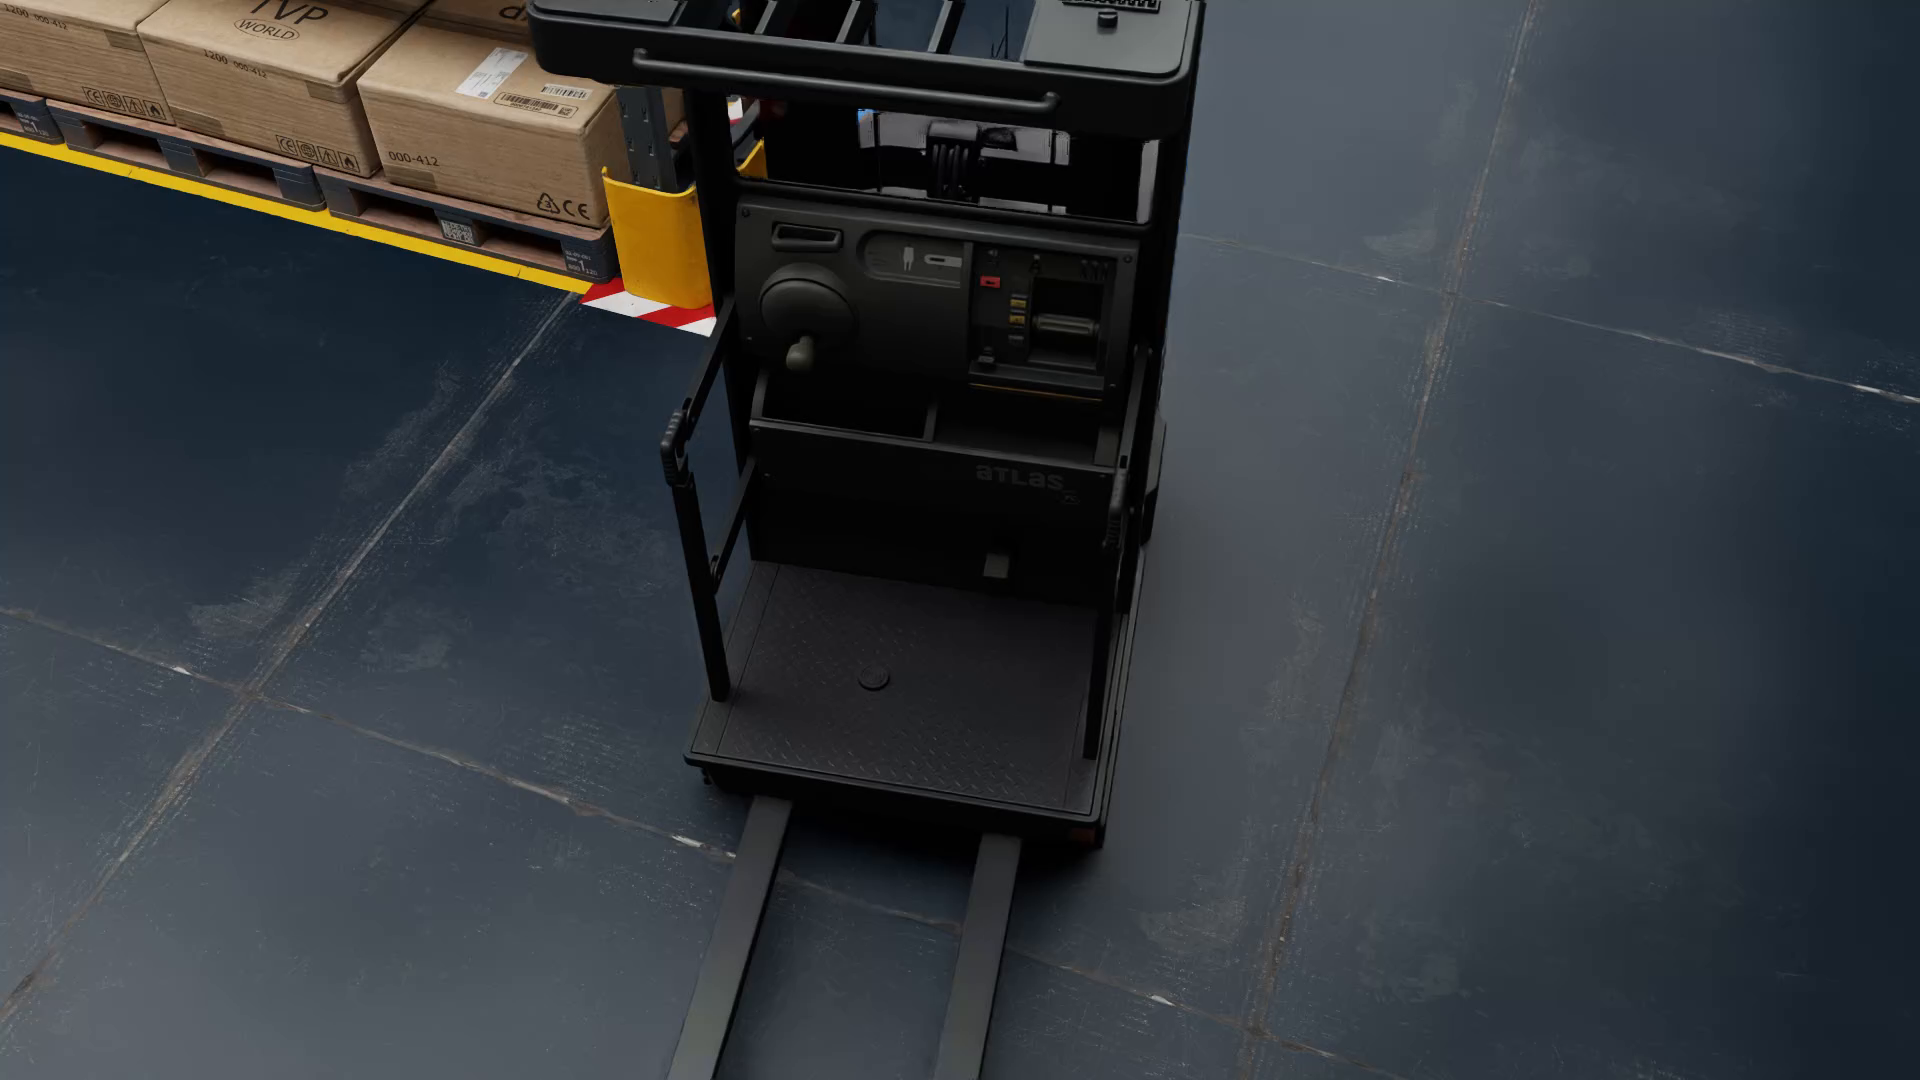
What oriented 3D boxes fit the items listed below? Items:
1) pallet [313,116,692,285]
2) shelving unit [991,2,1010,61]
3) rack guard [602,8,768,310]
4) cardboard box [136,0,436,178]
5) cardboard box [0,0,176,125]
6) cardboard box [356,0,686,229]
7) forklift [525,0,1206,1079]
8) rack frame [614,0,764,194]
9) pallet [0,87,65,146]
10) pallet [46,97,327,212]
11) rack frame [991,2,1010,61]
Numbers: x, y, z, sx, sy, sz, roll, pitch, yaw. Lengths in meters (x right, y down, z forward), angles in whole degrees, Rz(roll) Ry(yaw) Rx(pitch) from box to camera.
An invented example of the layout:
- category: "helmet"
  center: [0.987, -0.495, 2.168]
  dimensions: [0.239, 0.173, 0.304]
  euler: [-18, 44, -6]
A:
- category: "pallet"
  center: [-1.678, -1.501, 6.411]
  dimensions: [1.213, 0.211, 1.003]
  euler: [16, 51, 13]
- category: "shelving unit"
  center: [0.207, -1.136, 5.433]
  dimensions: [0.189, 1.200, 0.258]
  euler: [10, 47, 8]
- category: "rack guard"
  center: [-0.879, -1.435, 6.163]
  dimensions: [0.348, 0.500, 1.175]
  euler: [16, 51, 13]
- category: "cardboard box"
  center: [-2.416, -1.894, 6.325]
  dimensions: [0.875, 0.438, 0.875]
  euler: [17, 51, 14]
- category: "cardboard box"
  center: [-3.261, -2.132, 6.530]
  dimensions: [0.875, 0.438, 0.875]
  euler: [14, 51, 12]
- category: "cardboard box"
  center: [-1.555, -1.661, 6.122]
  dimensions: [0.875, 0.438, 0.875]
  euler: [14, 51, 12]
- category: "forklift"
  center: [-0.100, -0.445, 3.696]
  dimensions: [1.130, 2.935, 3.031]
  euler: [8, 50, 7]
- category: "rack frame"
  center: [-0.901, -2.260, 5.224]
  dimensions: [0.127, 3.000, 1.000]
  euler: [16, 51, 13]
- category: "pallet"
  center: [-3.967, -2.140, 6.965]
  dimensions: [1.213, 0.211, 1.003]
  euler: [16, 51, 13]
- category: "pallet"
  center: [-2.819, -1.822, 6.689]
  dimensions: [1.213, 0.211, 1.003]
  euler: [16, 51, 13]
- category: "rack frame"
  center: [0.117, -1.152, 5.447]
  dimensions: [0.006, 1.200, 0.240]
  euler: [10, 47, 8]
